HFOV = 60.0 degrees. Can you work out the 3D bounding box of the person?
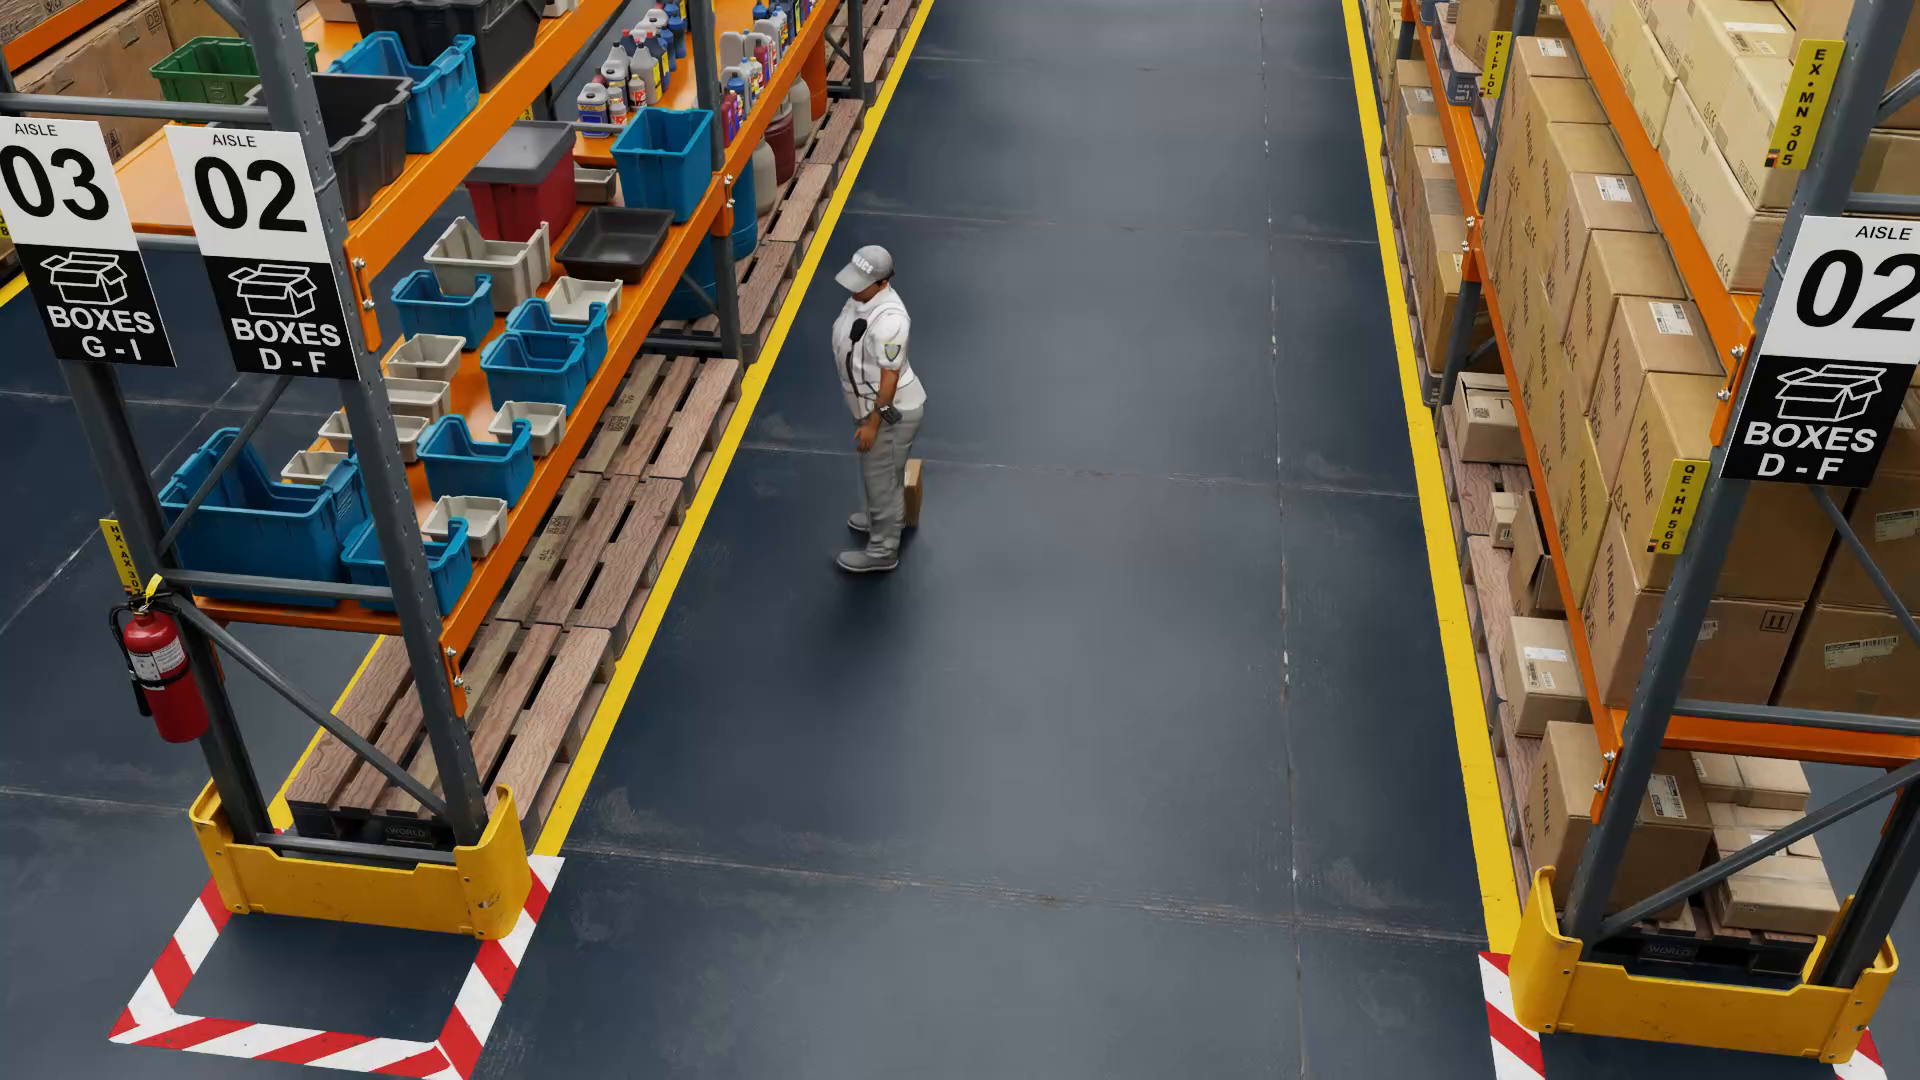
[{"bbox_3d":[-0.420,-0.632,7.857,0.468,1.673,0.546,-11,38,-14],"label":"person"}]
